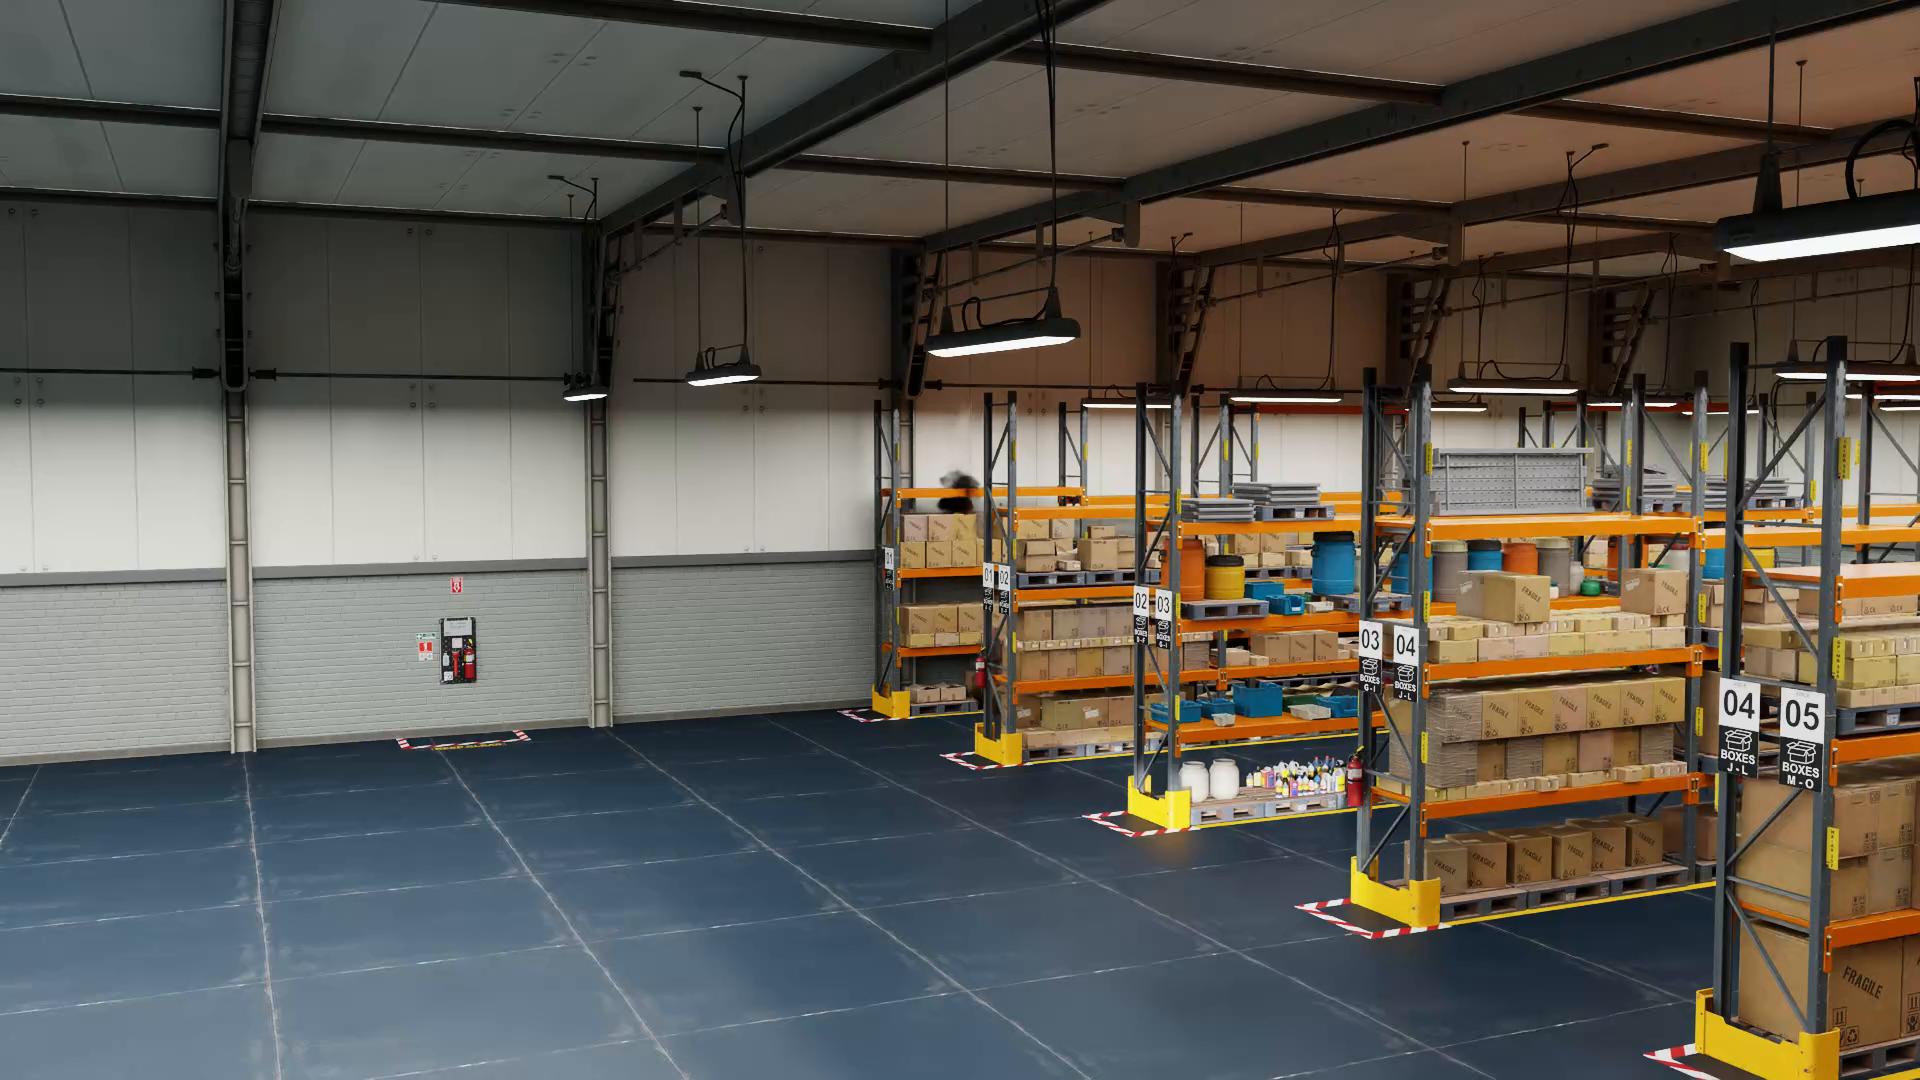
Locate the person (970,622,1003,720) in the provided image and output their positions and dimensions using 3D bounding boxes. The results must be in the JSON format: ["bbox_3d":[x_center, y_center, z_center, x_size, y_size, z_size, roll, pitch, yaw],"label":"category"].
[{"bbox_3d":[0.451,2.318,29.193,0.625,1.757,0.703,-3,4,-37],"label":"person"}]

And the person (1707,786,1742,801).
[{"bbox_3d":[10.524,3.034,22.788,0.612,1.604,0.576,-1,4,-22],"label":"person"}]
